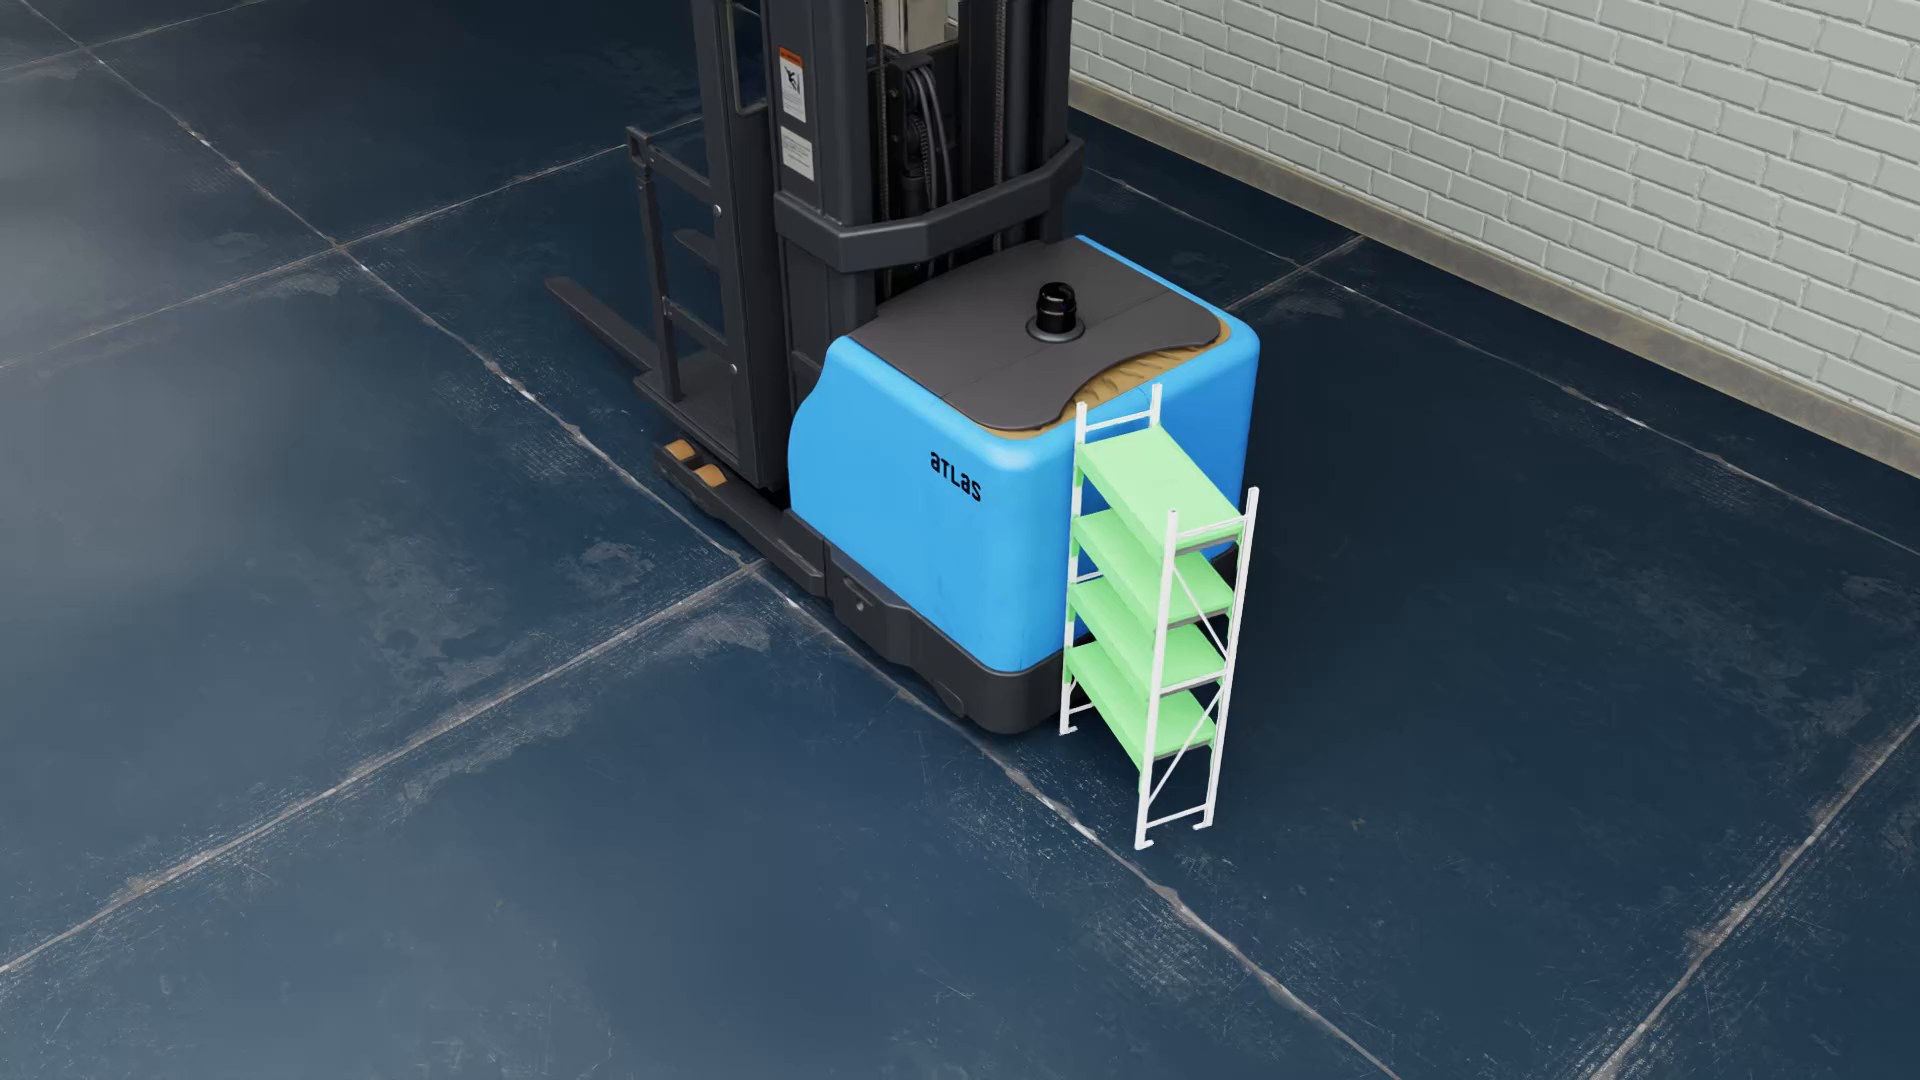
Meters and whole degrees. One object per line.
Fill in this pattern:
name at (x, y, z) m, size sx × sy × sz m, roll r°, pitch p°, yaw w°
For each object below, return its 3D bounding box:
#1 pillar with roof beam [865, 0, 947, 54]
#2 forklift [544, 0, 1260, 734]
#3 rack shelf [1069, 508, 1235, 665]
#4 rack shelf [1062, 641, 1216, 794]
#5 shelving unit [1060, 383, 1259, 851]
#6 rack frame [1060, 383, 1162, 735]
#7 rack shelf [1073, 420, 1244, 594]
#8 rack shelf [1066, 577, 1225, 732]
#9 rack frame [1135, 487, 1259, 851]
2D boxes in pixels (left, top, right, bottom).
pillar with roof beam at (-3.482, -4.375, 4.005) m, size 9.100 × 9.000 × 0.400 m, roll -30°, pitch 48°, yaw -32°
forklift at (-0.446, -1.421, 5.177) m, size 1.130 × 2.935 × 3.031 m, roll -28°, pitch 47°, yaw -30°
rack shelf at (0.510, 0.094, 4.399) m, size 0.258 × 0.148 × 0.480 m, roll -15°, pitch 41°, yaw -18°
rack shelf at (0.510, 0.467, 4.700) m, size 0.258 × 0.148 × 0.480 m, roll -15°, pitch 41°, yaw -18°
shelving unit at (0.510, 0.231, 4.509) m, size 0.258 × 1.200 × 0.503 m, roll -15°, pitch 41°, yaw -18°
rack frame at (0.415, 0.090, 4.684) m, size 0.240 × 1.200 × 0.015 m, roll -15°, pitch 41°, yaw -18°
rack shelf at (0.510, -0.093, 4.248) m, size 0.258 × 0.148 × 0.480 m, roll -15°, pitch 41°, yaw -18°
rack shelf at (0.510, 0.280, 4.550) m, size 0.258 × 0.148 × 0.480 m, roll -15°, pitch 41°, yaw -18°
rack frame at (0.605, 0.372, 4.335) m, size 0.240 × 1.200 × 0.015 m, roll -15°, pitch 41°, yaw -18°
